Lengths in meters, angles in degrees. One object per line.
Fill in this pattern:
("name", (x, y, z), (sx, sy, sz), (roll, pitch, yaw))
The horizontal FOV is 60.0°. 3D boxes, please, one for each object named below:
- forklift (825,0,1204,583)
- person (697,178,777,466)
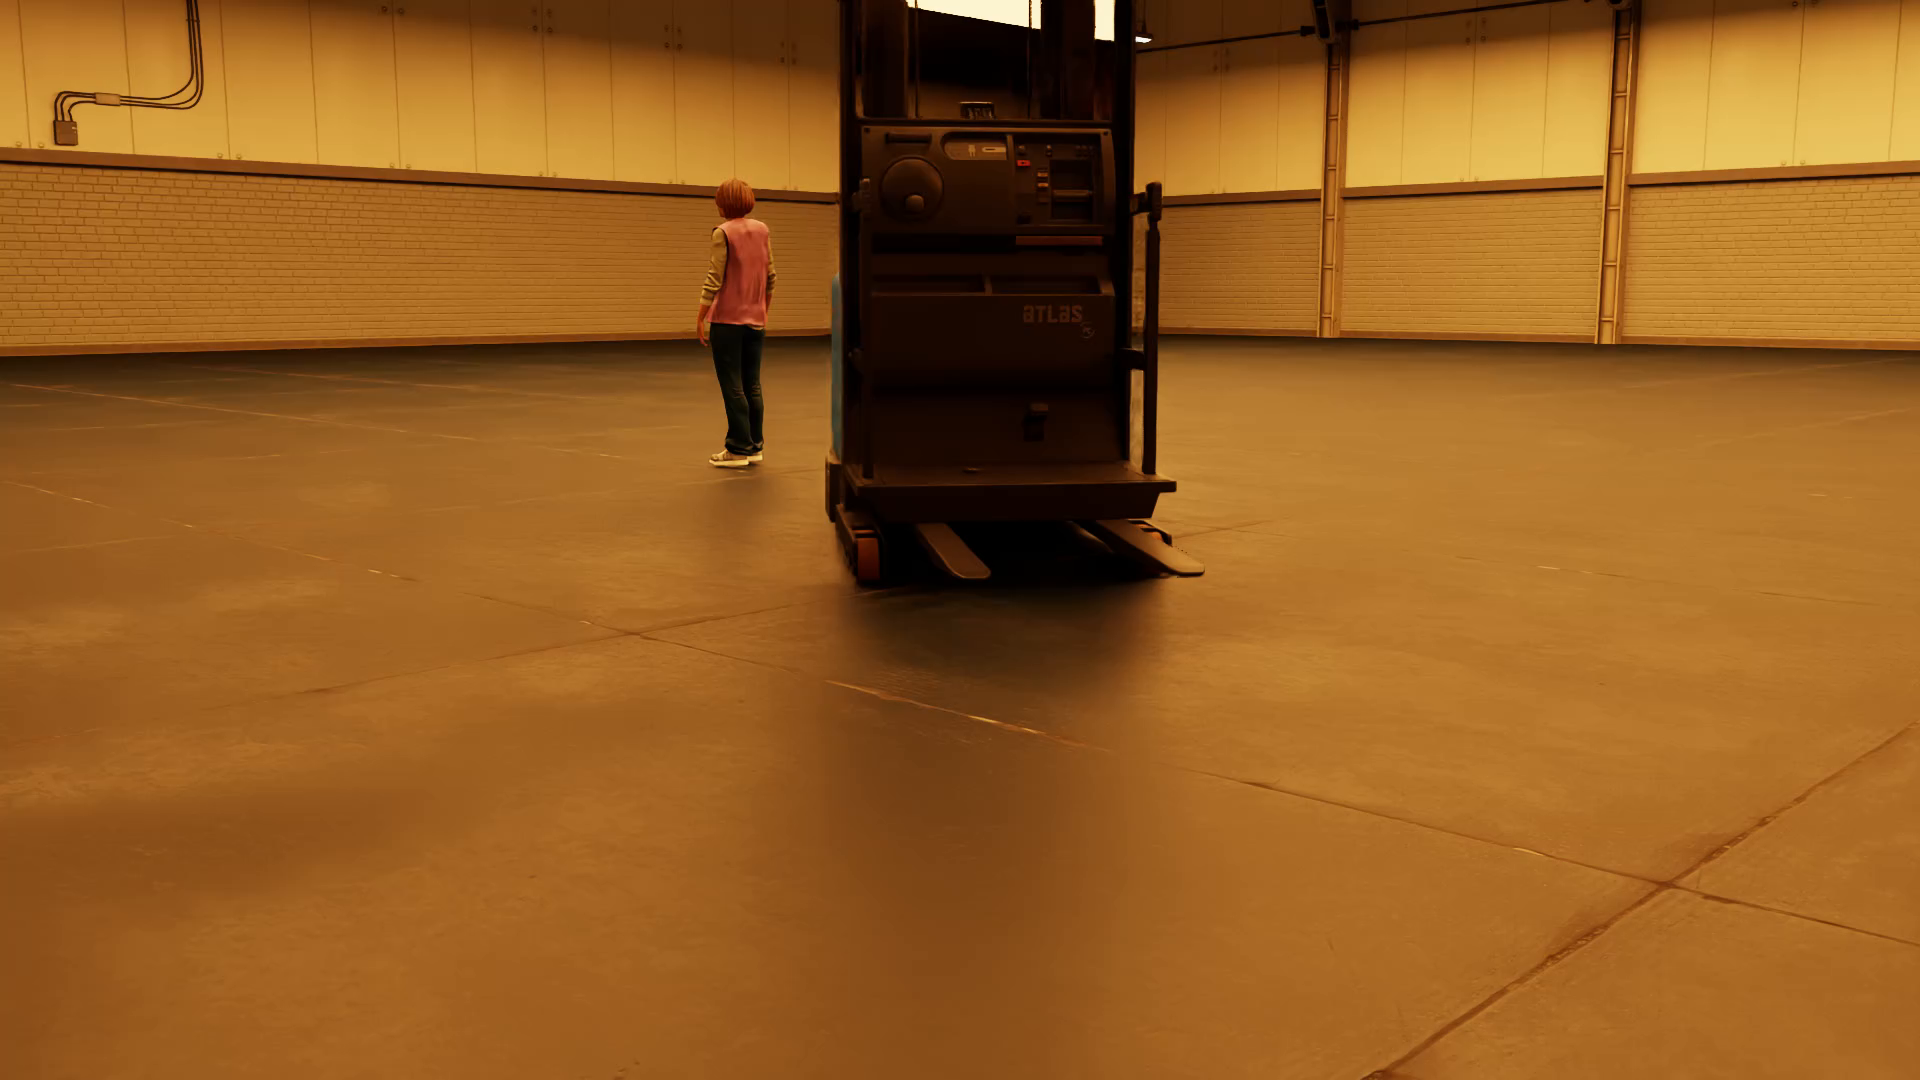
("forklift", (0.135, -1.353, 5.862), (1.130, 2.935, 3.031), (-1, 9, -8))
("person", (-1.295, -1.213, 9.360), (0.473, 1.599, 0.519), (8, 12, 43))
